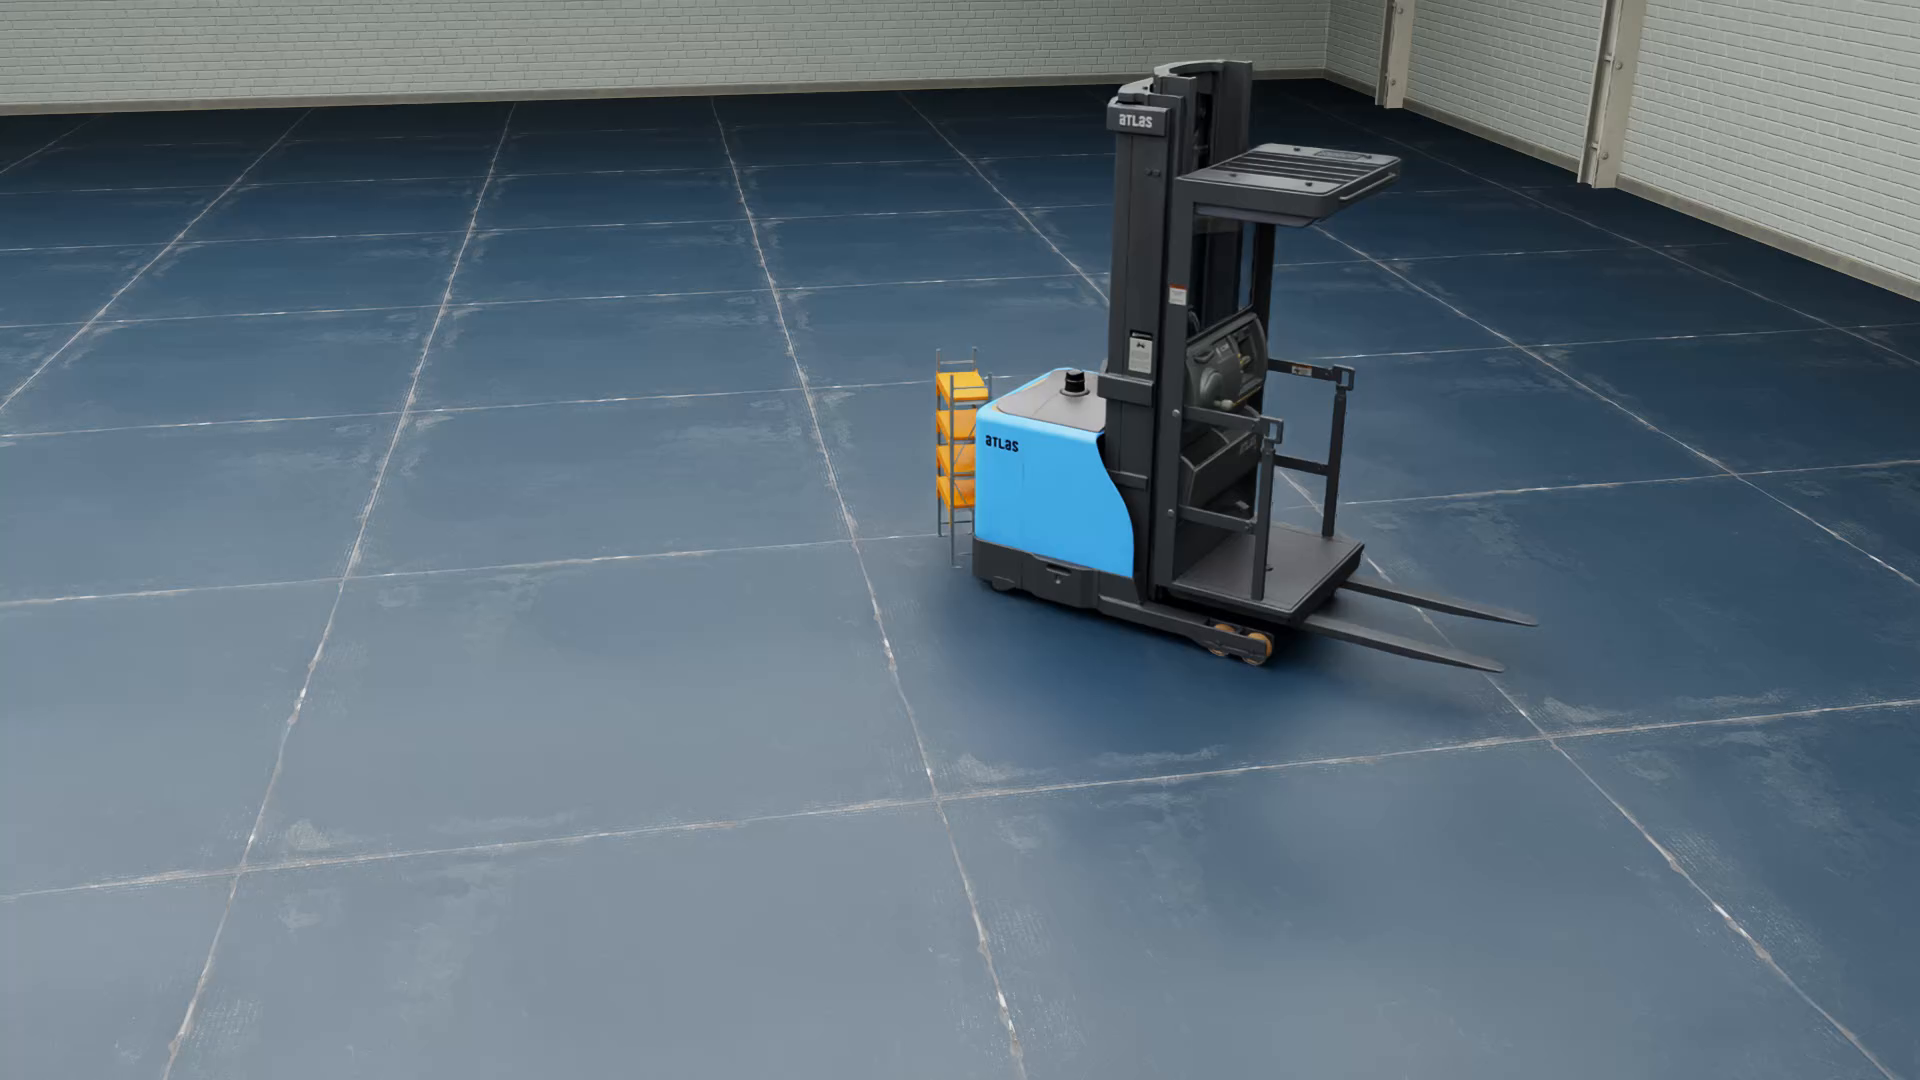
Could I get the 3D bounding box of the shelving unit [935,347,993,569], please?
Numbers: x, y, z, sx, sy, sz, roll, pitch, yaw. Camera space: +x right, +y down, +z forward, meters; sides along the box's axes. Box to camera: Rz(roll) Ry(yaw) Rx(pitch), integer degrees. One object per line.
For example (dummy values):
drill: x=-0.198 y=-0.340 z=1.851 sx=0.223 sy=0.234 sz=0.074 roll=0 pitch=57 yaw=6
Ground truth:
shelving unit: x=0.022 y=-0.488 z=9.867 sx=0.258 sy=1.200 sz=0.503 roll=-4 pitch=24 yaw=-9

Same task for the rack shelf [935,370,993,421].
rack shelf: x=0.022 y=-0.848 z=9.710 sx=0.258 sy=0.148 sz=0.480 roll=-4 pitch=24 yaw=-9

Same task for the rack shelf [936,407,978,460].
rack shelf: x=0.022 y=-0.631 z=9.805 sx=0.258 sy=0.148 sz=0.480 roll=-4 pitch=24 yaw=-9

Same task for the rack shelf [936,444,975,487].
rack shelf: x=0.022 y=-0.426 z=9.894 sx=0.258 sy=0.148 sz=0.480 roll=-4 pitch=24 yaw=-9

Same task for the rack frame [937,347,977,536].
rack frame: x=-0.019 y=-0.584 z=10.088 sx=0.240 sy=1.200 sz=0.015 roll=-4 pitch=24 yaw=-9

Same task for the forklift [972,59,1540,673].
forklift: x=1.588 y=-0.928 z=8.712 sx=3.031 sy=2.935 sz=1.130 roll=14 pitch=27 yaw=30

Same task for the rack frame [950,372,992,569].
rack frame: x=0.063 y=-0.391 z=9.647 sx=0.240 sy=1.200 sz=0.015 roll=-4 pitch=24 yaw=-9

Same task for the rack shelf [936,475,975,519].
rack shelf: x=0.022 y=-0.244 z=9.974 sx=0.258 sy=0.148 sz=0.480 roll=-4 pitch=24 yaw=-9

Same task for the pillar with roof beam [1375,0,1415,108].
pillar with roof beam: x=2.350 y=-10.458 z=22.951 sx=9.100 sy=9.000 sz=0.400 roll=-4 pitch=24 yaw=-10

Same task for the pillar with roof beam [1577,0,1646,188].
pillar with roof beam: x=3.460 y=-8.098 z=17.548 sx=9.100 sy=9.000 sz=0.400 roll=-4 pitch=24 yaw=-10
